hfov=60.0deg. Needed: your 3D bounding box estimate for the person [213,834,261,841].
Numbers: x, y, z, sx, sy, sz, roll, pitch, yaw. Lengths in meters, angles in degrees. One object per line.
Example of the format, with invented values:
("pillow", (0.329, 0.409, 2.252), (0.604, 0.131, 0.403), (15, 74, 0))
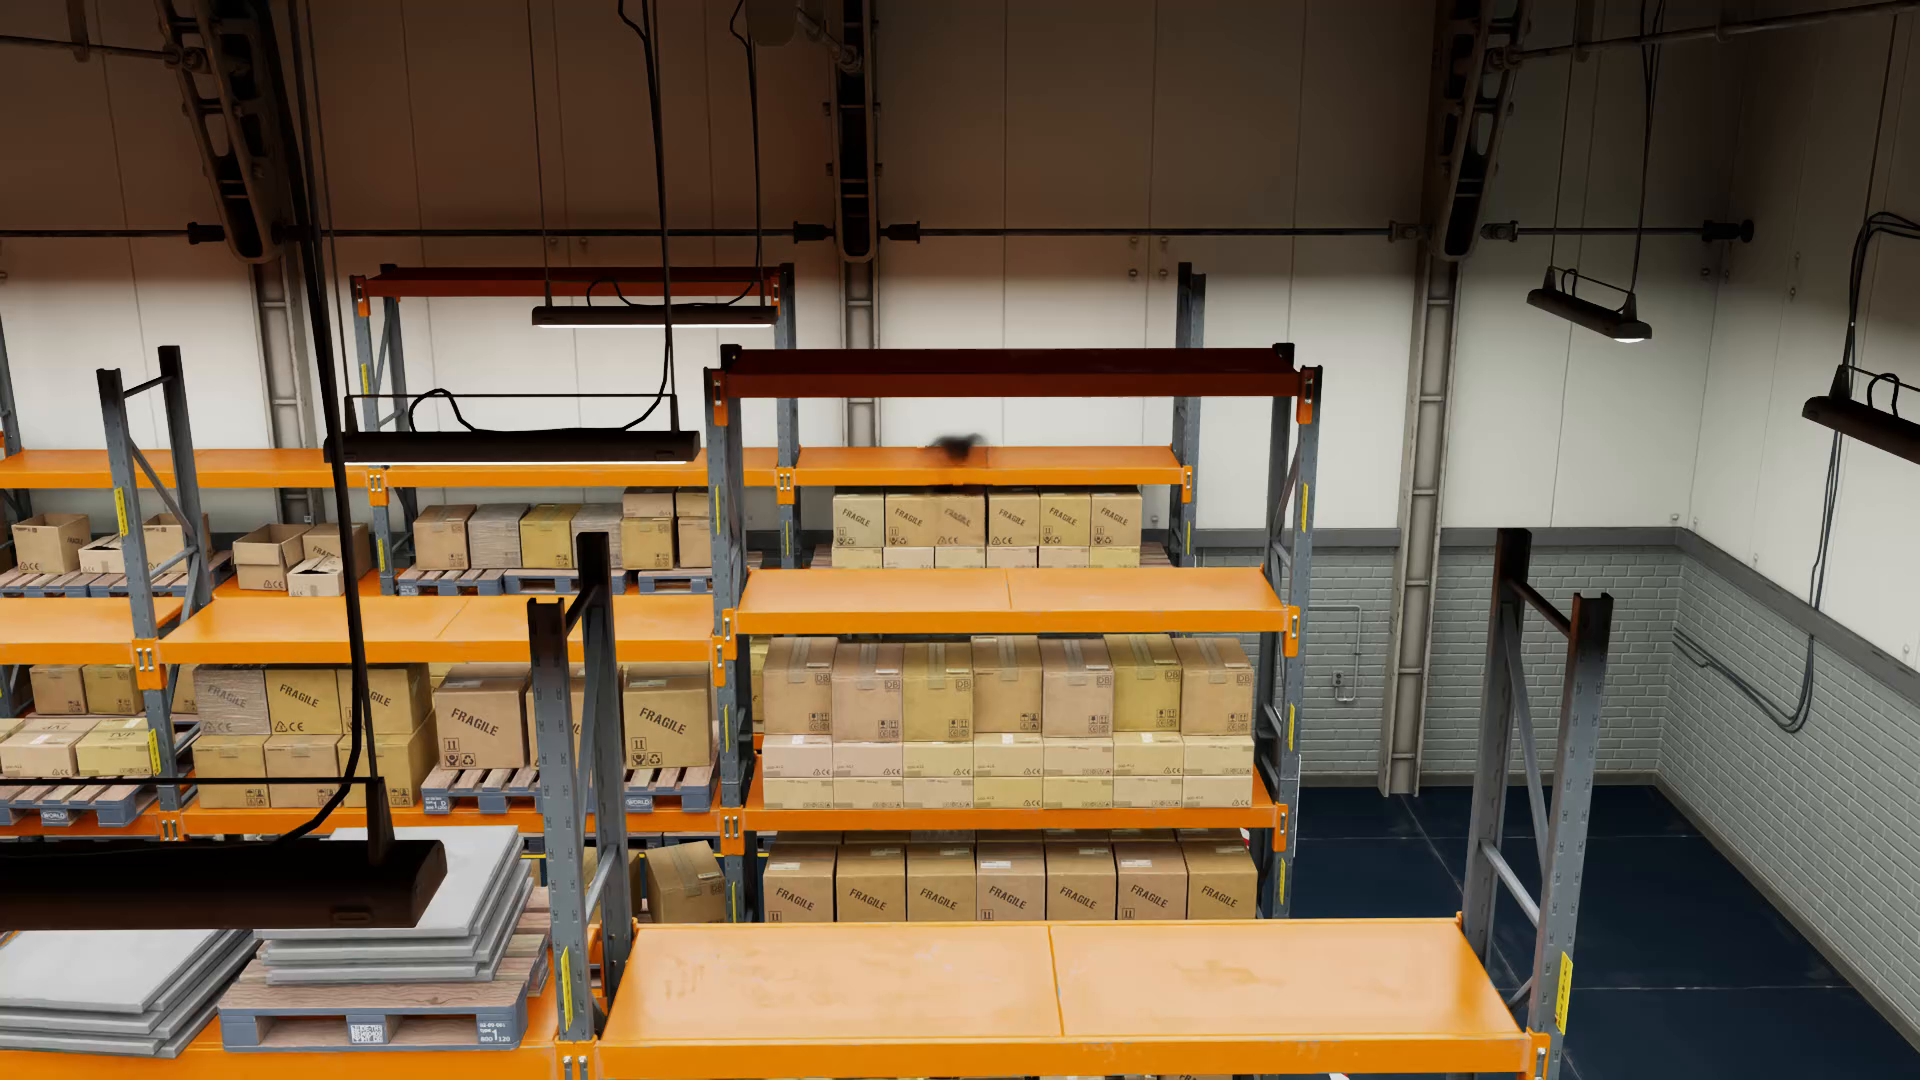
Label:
("person", (-6.514, 3.036, 15.117), (0.389, 1.660, 0.448), (11, 20, 34))
